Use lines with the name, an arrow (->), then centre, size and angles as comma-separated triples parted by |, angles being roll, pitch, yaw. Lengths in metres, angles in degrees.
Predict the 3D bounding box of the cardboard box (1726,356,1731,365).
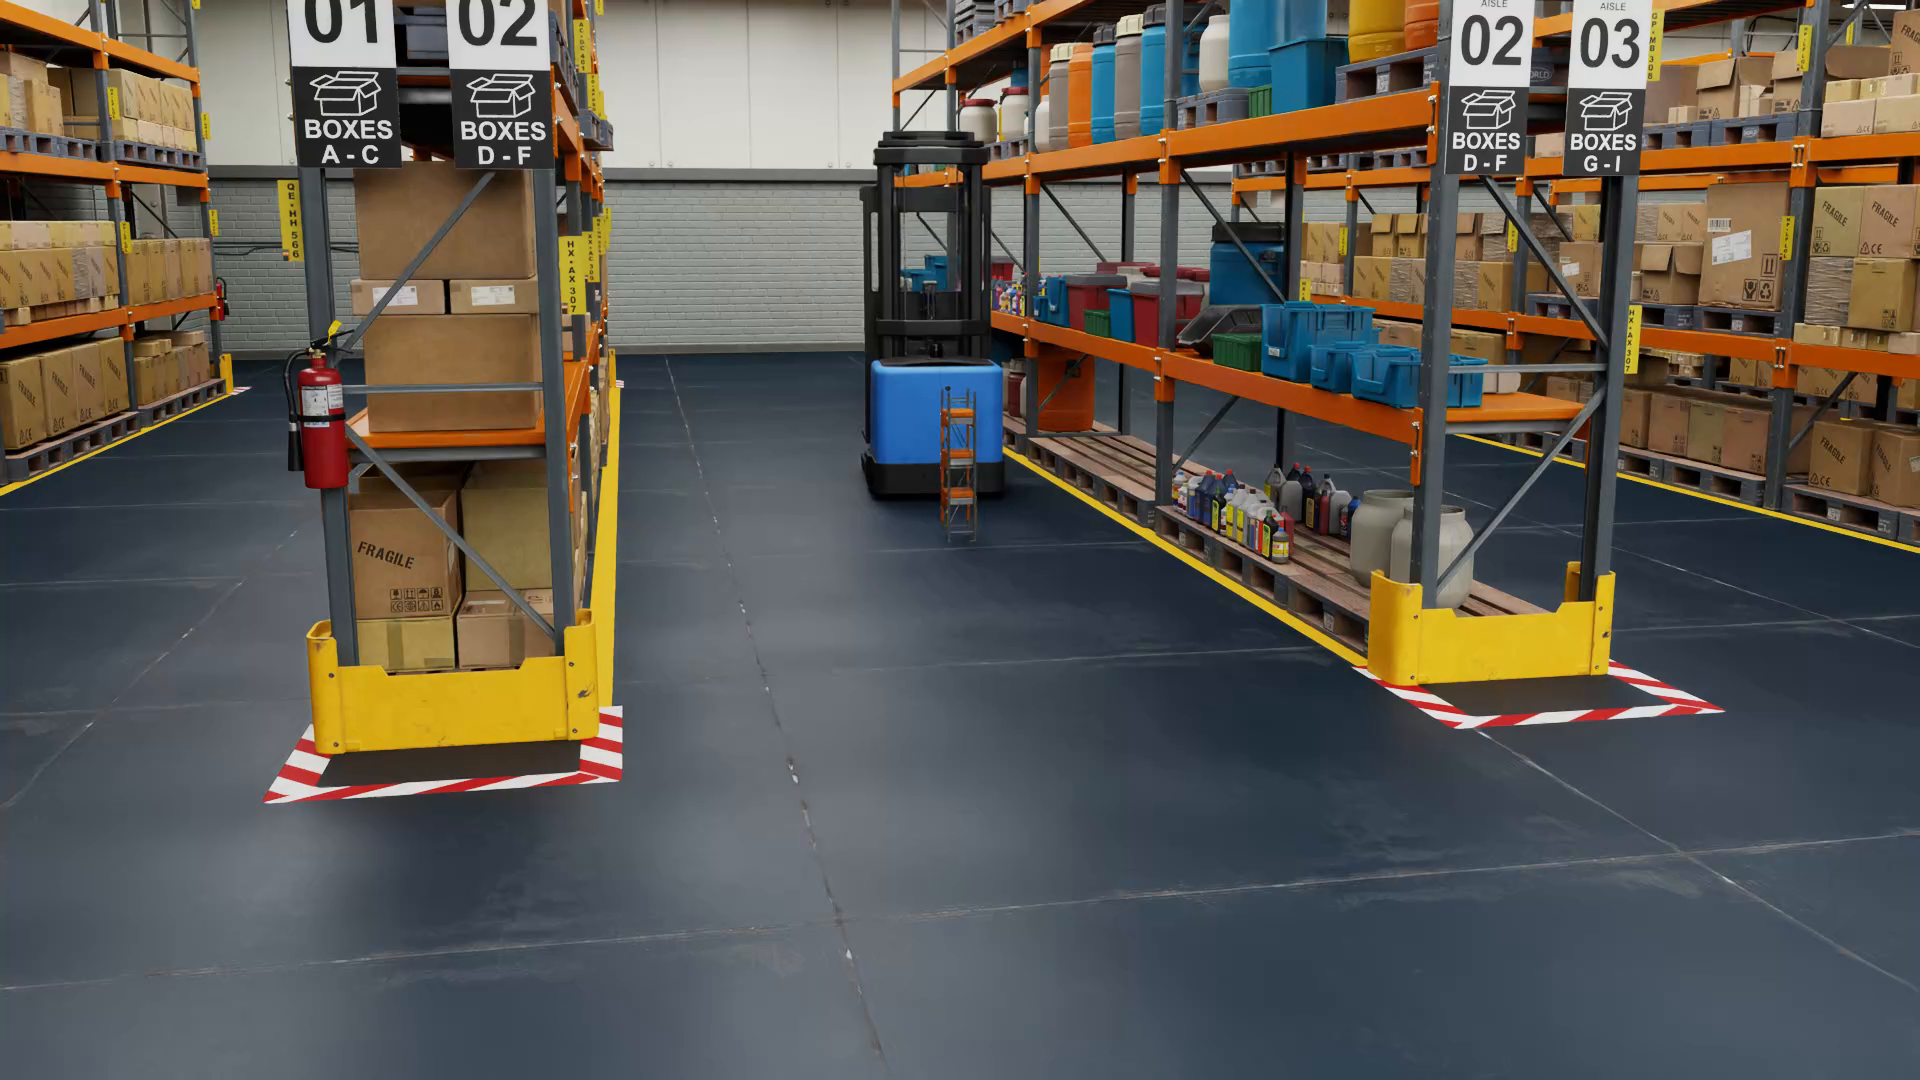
cardboard box -> 10.336, -2.382, 21.897 | 0.380, 0.149, 0.250 | -2, 11, -8

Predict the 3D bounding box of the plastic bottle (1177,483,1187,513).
plastic bottle -> 1.557, -0.292, 11.514 | 0.097, 0.201, 0.097 | 0, 11, 0

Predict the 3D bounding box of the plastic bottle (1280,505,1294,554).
plastic bottle -> 1.979, -0.063, 10.095 | 0.061, 0.283, 0.133 | -2, 11, -11

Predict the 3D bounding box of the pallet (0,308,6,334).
pallet -> -8.347, -1.695, 13.095 | 1.213, 0.211, 1.003 | -2, 11, -11

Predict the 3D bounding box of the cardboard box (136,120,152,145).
cardboard box -> -9.329, -4.536, 18.493 | 0.500, 0.250, 0.500 | -2, 11, -12

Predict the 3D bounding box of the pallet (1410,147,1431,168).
pallet -> 5.588, -4.159, 18.007 | 1.003, 0.211, 1.213 | -2, 11, -8

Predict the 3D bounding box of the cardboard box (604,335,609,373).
cardboard box -> -4.940, -2.462, 22.118 | 0.500, 0.500, 0.500 | -2, 11, -11

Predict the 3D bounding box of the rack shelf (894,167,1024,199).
rack shelf -> -0.039, -4.497, 21.205 | 1.077, 0.370, 4.000 | -2, 11, -11

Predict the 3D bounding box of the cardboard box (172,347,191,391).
cardboard box -> -9.716, -2.053, 20.025 | 0.700, 0.500, 0.500 | -2, 11, -13

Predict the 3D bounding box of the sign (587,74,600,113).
sign -> -3.186, -3.882, 14.455 | 0.100, 0.325, 0.005 | -2, 11, -11

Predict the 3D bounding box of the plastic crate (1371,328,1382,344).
plastic crate -> 2.387, -1.277, 10.781 | 0.499, 0.251, 0.616 | -2, 11, -11

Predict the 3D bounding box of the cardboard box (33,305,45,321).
cardboard box -> -8.705, -2.107, 15.361 | 0.380, 0.149, 0.250 | -2, 11, -10

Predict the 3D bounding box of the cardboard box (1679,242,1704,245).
cardboard box -> 9.722, -3.626, 21.662 | 0.500, 0.500, 0.500 | -2, 11, -11

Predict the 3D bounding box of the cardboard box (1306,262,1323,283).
cardboard box -> 4.762, -3.429, 21.297 | 0.500, 0.250, 0.500 | -2, 11, -9

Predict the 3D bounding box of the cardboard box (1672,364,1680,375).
cardboard box -> 9.714, -2.268, 22.094 | 0.380, 0.149, 0.250 | -2, 11, -9

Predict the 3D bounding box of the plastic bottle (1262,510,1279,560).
plastic bottle -> 1.856, -0.033, 9.935 | 0.061, 0.283, 0.133 | -2, 11, -10

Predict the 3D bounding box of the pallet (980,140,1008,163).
pallet -> 0.822, -4.043, 17.399 | 1.003, 0.211, 1.213 | -2, 11, -11

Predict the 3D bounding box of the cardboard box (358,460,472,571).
cardboard box -> -2.781, -0.124, 8.553 | 0.500, 0.500, 0.500 | -2, 11, -11

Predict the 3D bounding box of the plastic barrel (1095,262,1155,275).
plastic barrel -> 1.515, -2.270, 15.234 | 0.600, 0.536, 0.708 | -2, 11, -11

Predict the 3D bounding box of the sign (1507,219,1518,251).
sign -> 5.442, -3.005, 16.365 | 0.100, 0.325, 0.005 | -2, 11, -11

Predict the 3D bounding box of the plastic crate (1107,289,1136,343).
plastic crate -> 1.386, -1.726, 12.787 | 0.392, 0.384, 0.575 | -2, 11, -11

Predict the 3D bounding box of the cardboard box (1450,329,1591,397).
cardboard box -> 5.872, -1.747, 17.411 | 1.225, 0.875, 0.875 | -3, 11, -14

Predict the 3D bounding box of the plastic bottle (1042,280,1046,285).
plastic bottle -> 0.939, -2.705, 18.217 | 0.152, 0.276, 0.135 | -2, 11, -11

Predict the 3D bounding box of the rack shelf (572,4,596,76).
rack shelf -> -4.121, -4.861, 16.164 | 1.077, 0.370, 4.000 | -2, 11, -11

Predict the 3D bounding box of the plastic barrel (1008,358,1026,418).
plastic barrel -> 0.796, -1.595, 17.379 | 0.600, 0.588, 0.708 | -2, 11, -11

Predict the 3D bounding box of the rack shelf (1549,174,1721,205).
rack shelf -> 9.704, -4.839, 23.001 | 1.077, 0.370, 4.000 | -2, 11, -11

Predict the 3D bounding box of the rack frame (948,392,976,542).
rack frame -> 0.013, -0.503, 11.532 | 0.200, 1.050, 0.008 | -2, 11, -11

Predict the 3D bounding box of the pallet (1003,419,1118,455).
pallet -> 0.934, -1.050, 16.649 | 1.003, 0.211, 1.213 | -2, 11, -11

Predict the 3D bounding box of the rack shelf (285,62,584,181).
rack shelf -> -2.565, -2.117, 8.699 | 1.077, 0.370, 4.000 | -2, 11, -11

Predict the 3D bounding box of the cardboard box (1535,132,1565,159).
cardboard box -> 5.828, -3.761, 15.815 | 0.500, 0.250, 0.500 | -2, 11, -10

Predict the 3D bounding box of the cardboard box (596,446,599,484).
cardboard box -> -3.089, -0.584, 12.975 | 0.500, 0.250, 0.500 | -2, 11, -10

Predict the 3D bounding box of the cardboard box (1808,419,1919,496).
cardboard box -> 6.803, -0.627, 12.530 | 0.500, 0.500, 0.500 | -2, 11, -13

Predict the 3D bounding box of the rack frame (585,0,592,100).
rack frame -> -4.510, -5.778, 17.987 | 1.000, 3.000, 0.127 | -2, 11, -11

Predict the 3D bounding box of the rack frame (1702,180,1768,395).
rack frame -> 10.093, -3.352, 21.287 | 1.000, 3.000, 0.127 | -2, 11, -11

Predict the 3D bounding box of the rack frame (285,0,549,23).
rack frame -> -2.176, -3.577, 6.424 | 1.000, 3.000, 0.127 | -2, 11, -11

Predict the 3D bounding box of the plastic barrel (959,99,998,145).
plastic barrel -> 0.206, -4.651, 18.603 | 0.433, 0.535, 0.433 | 0, 11, 0

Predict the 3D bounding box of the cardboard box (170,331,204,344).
cardboard box -> -9.708, -2.539, 20.842 | 0.380, 0.149, 0.250 | -2, 11, -12

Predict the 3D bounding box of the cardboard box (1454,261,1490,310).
cardboard box -> 5.556, -2.679, 17.483 | 0.500, 0.500, 0.500 | -2, 11, -12

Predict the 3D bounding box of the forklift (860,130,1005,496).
forklift -> -0.303, -2.026, 14.500 | 1.130, 2.935, 3.031 | -1, 11, -6

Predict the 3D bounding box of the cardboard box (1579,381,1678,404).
cardboard box -> 6.256, -1.222, 15.601 | 0.700, 0.500, 0.500 | -3, 11, -16

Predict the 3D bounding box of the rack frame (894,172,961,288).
rack frame -> -0.428, -3.744, 23.345 | 1.000, 3.000, 0.127 | -2, 11, -11

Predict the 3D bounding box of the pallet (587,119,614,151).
pallet -> -3.512, -3.357, 13.794 | 1.213, 0.211, 1.003 | -2, 11, -8

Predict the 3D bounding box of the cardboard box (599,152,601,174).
cardboard box -> -4.733, -4.697, 20.728 | 0.500, 0.250, 0.500 | -2, 11, -11

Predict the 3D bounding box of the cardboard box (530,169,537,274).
cardboard box -> -2.372, -1.509, 7.863 | 0.700, 0.500, 0.500 | -2, 11, -12

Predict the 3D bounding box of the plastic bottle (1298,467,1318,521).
plastic bottle -> 2.351, -0.315, 11.238 | 0.144, 0.351, 0.185 | -3, 11, -14

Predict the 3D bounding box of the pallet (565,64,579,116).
pallet -> -2.763, -2.638, 9.750 | 1.003, 0.211, 1.213 | -2, 11, -11

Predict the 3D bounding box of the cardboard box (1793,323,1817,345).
cardboard box -> 6.511, -1.550, 12.487 | 0.380, 0.149, 0.250 | -2, 11, -11

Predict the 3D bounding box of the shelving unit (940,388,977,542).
shelving unit -> -0.010, -0.526, 11.650 | 0.215, 1.050, 0.252 | -2, 11, -11

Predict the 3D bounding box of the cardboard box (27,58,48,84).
cardboard box -> -9.326, -4.591, 16.324 | 0.500, 0.250, 0.500 | -1, 11, -7

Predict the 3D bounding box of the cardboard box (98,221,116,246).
cardboard box -> -9.026, -3.147, 17.088 | 0.500, 0.250, 0.500 | -2, 11, -10
